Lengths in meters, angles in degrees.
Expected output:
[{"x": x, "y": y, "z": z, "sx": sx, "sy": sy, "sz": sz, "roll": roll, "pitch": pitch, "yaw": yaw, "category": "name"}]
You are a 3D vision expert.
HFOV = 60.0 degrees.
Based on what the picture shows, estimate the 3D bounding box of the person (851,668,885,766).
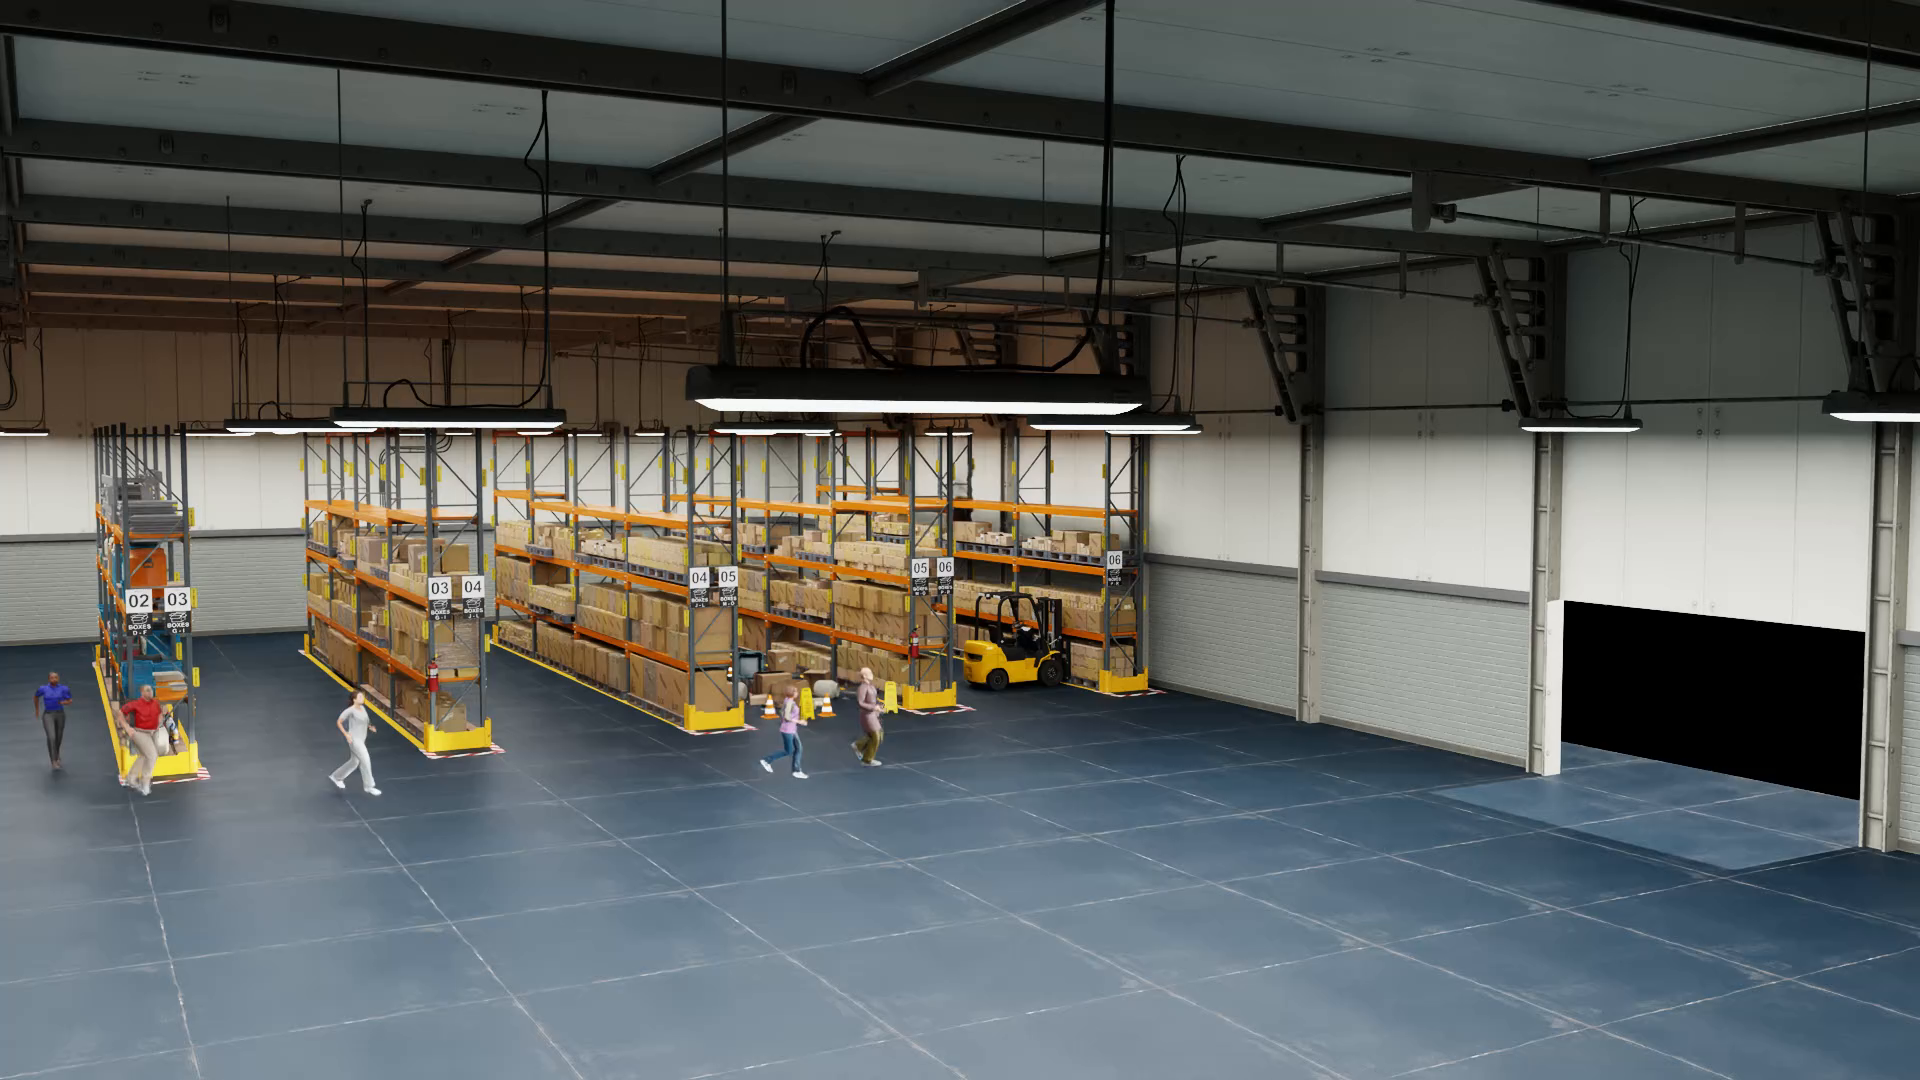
[{"x": -1.603, "y": 3.091, "z": 29.102, "sx": 0.663, "sy": 1.726, "sz": 0.706, "roll": 1, "pitch": 3, "yaw": 8, "category": "person"}]

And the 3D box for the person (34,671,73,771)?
[{"x": -15.818, "y": 3.126, "z": 29.042, "sx": 0.547, "sy": 1.704, "sz": 0.856, "roll": -3, "pitch": 4, "yaw": -39, "category": "person"}]

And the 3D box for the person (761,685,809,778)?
[{"x": -2.940, "y": 3.248, "z": 28.054, "sx": 0.774, "sy": 1.572, "sz": 0.525, "roll": 0, "pitch": 3, "yaw": -2, "category": "person"}]

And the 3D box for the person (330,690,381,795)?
[{"x": -9.784, "y": 3.259, "z": 26.887, "sx": 0.905, "sy": 1.681, "sz": 0.573, "roll": 0, "pitch": 3, "yaw": 7, "category": "person"}]

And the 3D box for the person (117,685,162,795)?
[{"x": -13.296, "y": 3.245, "z": 27.083, "sx": 0.699, "sy": 1.788, "sz": 0.655, "roll": 1, "pitch": 4, "yaw": 11, "category": "person"}]
